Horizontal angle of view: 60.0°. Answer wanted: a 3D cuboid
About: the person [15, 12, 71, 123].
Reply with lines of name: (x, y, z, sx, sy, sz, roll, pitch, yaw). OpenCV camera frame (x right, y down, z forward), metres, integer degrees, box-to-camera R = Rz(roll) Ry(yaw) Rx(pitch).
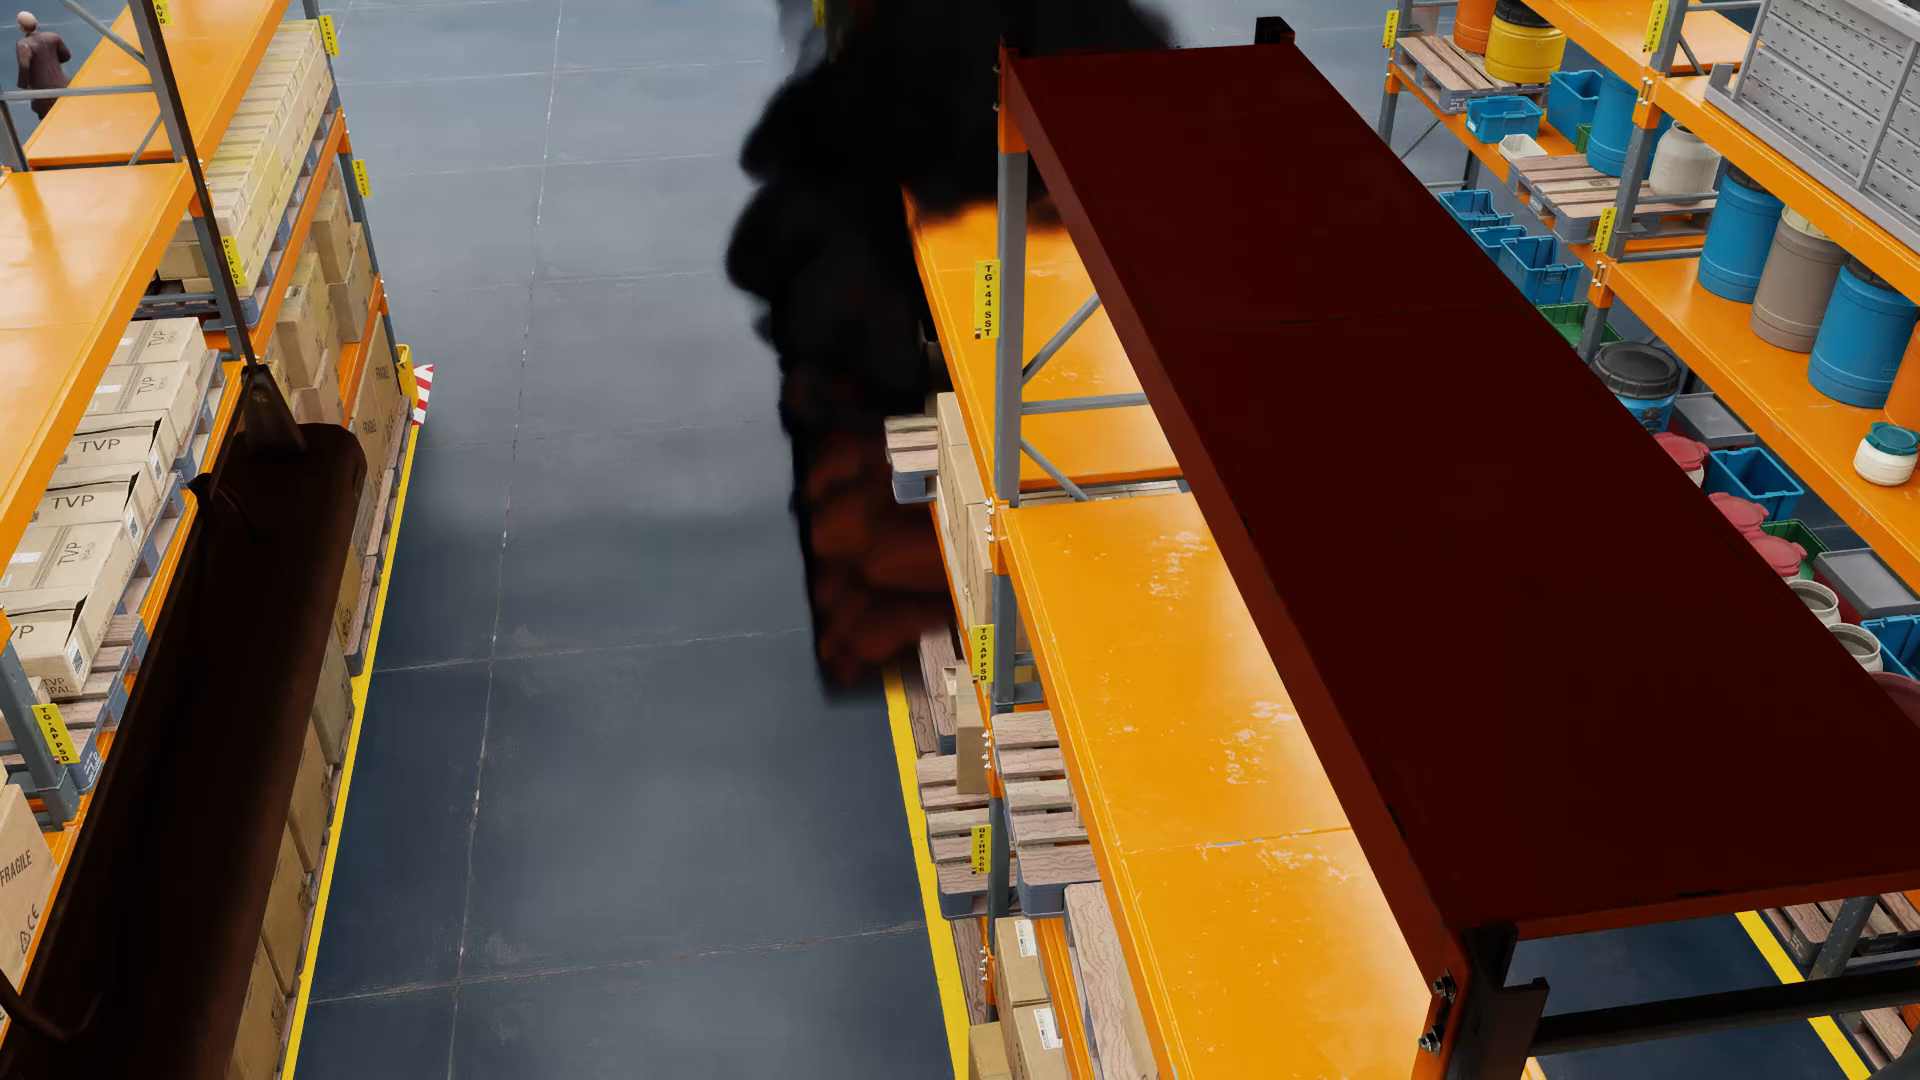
person: (-10.280, -5.062, 18.840, 0.922, 1.829, 0.737, 22, 42, 27)
